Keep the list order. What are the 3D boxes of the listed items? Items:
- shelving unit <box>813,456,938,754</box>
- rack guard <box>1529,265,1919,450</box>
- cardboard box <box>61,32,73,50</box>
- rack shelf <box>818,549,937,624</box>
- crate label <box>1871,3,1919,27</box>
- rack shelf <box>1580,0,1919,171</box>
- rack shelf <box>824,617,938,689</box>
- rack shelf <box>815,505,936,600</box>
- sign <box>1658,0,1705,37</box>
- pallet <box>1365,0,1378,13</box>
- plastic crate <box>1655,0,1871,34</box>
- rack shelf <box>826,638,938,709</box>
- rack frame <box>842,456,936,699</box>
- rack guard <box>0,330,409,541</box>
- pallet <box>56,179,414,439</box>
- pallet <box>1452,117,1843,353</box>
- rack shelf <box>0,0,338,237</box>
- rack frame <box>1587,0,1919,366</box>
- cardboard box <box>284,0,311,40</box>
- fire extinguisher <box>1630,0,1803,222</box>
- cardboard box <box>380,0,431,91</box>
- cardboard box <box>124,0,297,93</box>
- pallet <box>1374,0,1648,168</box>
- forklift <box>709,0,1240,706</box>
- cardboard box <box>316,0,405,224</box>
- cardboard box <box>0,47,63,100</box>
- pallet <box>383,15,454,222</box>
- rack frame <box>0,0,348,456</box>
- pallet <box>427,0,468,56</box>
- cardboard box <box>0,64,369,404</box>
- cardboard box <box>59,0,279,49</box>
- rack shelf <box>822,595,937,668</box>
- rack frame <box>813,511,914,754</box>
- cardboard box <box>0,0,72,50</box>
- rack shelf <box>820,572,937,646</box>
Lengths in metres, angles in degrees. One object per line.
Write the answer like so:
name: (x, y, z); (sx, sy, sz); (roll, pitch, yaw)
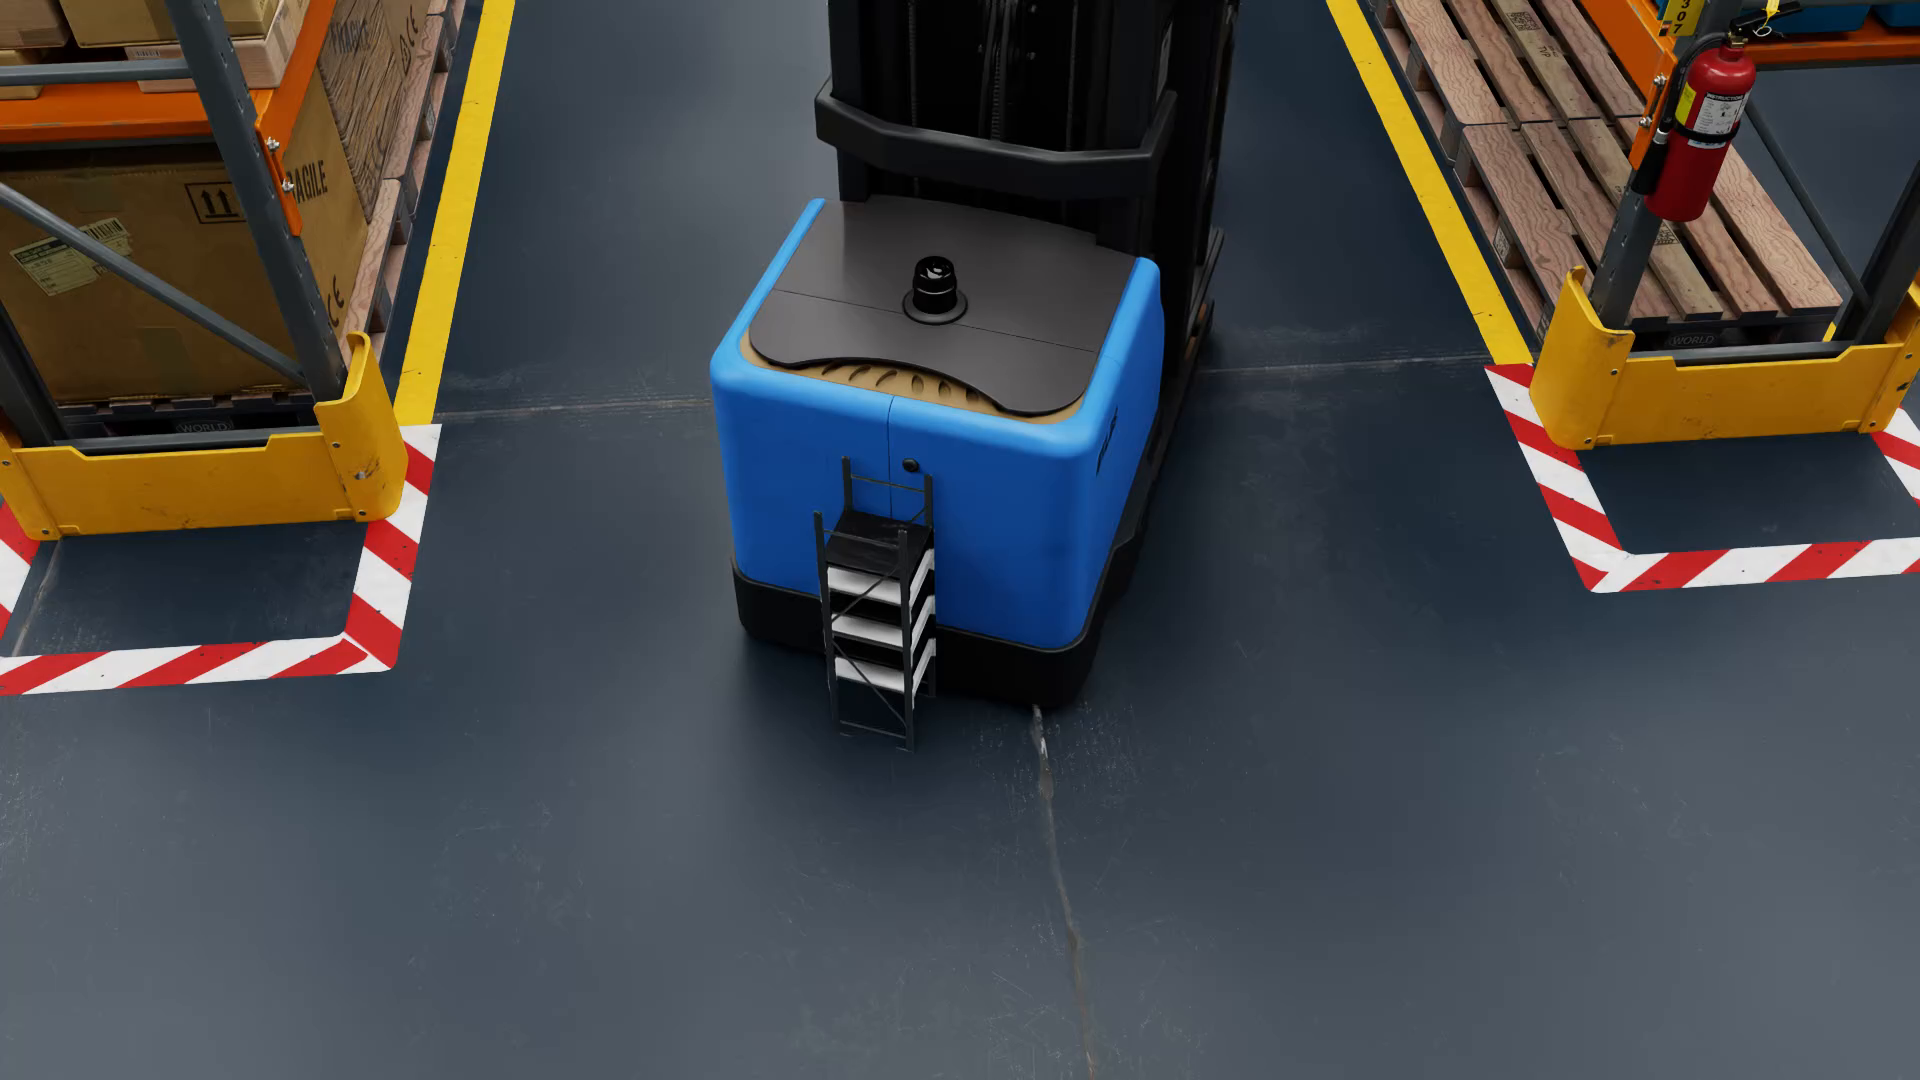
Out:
shelving unit: (-0.214, 0.194, 4.446); (0.258, 0.900, 0.210); (13, 48, 12)
rack guard: (2.550, -0.627, 5.499); (1.175, 0.500, 0.348); (-3, 47, -3)
cardboard box: (-2.782, -1.541, 4.817); (0.380, 0.149, 0.250); (-3, 47, -3)
rack shelf: (-0.214, 0.093, 4.340); (0.258, 0.077, 0.200); (13, 48, 12)
crate label: (2.843, -1.665, 4.835); (0.416, 0.233, 0.303); (-3, 47, -3)
rack shelf: (2.368, -2.703, 6.239); (1.077, 0.370, 4.000); (-3, 47, -3)
rack shelf: (-0.214, 0.279, 4.536); (0.258, 0.077, 0.200); (13, 48, 12)
rack shelf: (-0.214, 0.031, 4.274); (0.258, 0.077, 0.200); (13, 48, 12)
sign: (1.988, -1.514, 4.506); (0.100, 0.325, 0.005); (-3, 47, -3)
pallet: (2.301, -2.909, 7.859); (1.003, 0.211, 1.213); (-3, 47, -3)
plastic crate: (2.321, -1.767, 4.792); (0.616, 0.435, 0.499); (-3, 47, -3)
rack shelf: (-0.214, 0.341, 4.601); (0.258, 0.077, 0.200); (13, 48, 12)
rack frame: (-0.184, 0.124, 4.513); (0.240, 0.900, 0.006); (13, 48, 12)
rack guard: (-2.398, -0.325, 5.214); (1.175, 0.500, 0.348); (-3, 47, -3)
pallet: (-2.545, -0.817, 5.878); (1.003, 0.211, 1.213); (-3, 47, -3)
pallet: (2.505, -1.143, 6.187); (1.003, 0.211, 1.213); (-3, 47, -3)
rack shelf: (-2.568, -2.402, 5.954); (1.077, 0.370, 4.000); (-3, 47, -3)
rack frame: (2.535, -1.503, 4.608); (1.000, 3.000, 0.127); (-3, 47, -3)
cardboard box: (-2.124, -1.578, 4.852); (0.380, 0.149, 0.250); (-4, 47, -4)
fire extinguisher: (2.095, -1.211, 4.642); (0.296, 0.674, 0.183); (-3, 47, -3)
cardboard box: (-2.684, -2.376, 6.609); (0.875, 0.875, 0.875); (-3, 47, -3)
cardboard box: (-2.101, -1.393, 4.676); (0.380, 0.149, 0.250); (-3, 47, -3)
pallet: (2.406, -2.024, 7.021); (1.003, 0.211, 1.213); (-3, 47, -3)
forklift: (0.265, -1.630, 4.775); (1.130, 2.935, 3.031); (13, 48, 12)
cardboard box: (-2.610, -1.732, 5.999); (0.875, 0.875, 0.875); (-3, 47, -3)
cardboard box: (-2.758, -1.353, 4.639); (0.380, 0.149, 0.250); (-3, 47, -3)
pallet: (-2.644, -1.698, 6.712); (1.003, 0.211, 1.213); (-3, 47, -3)
rack frame: (-2.400, -1.202, 4.322); (1.000, 3.000, 0.127); (-3, 47, -3)
pallet: (-2.750, -2.582, 7.550); (1.003, 0.211, 1.213); (-3, 47, -3)
cardboard box: (-2.534, -1.074, 5.375); (0.875, 0.875, 0.875); (-3, 47, -3)
cardboard box: (-2.172, -1.616, 4.613); (0.500, 0.250, 0.500); (-5, 47, -4)
rack shelf: (-0.214, 0.217, 4.470); (0.258, 0.077, 0.200); (13, 48, 12)
rack frame: (-0.244, 0.265, 4.379); (0.240, 0.900, 0.006); (13, 48, 12)
cardboard box: (-2.705, -1.587, 4.586); (0.500, 0.250, 0.500); (-4, 47, -4)
rack shelf: (-0.214, 0.155, 4.405); (0.258, 0.077, 0.200); (13, 48, 12)
